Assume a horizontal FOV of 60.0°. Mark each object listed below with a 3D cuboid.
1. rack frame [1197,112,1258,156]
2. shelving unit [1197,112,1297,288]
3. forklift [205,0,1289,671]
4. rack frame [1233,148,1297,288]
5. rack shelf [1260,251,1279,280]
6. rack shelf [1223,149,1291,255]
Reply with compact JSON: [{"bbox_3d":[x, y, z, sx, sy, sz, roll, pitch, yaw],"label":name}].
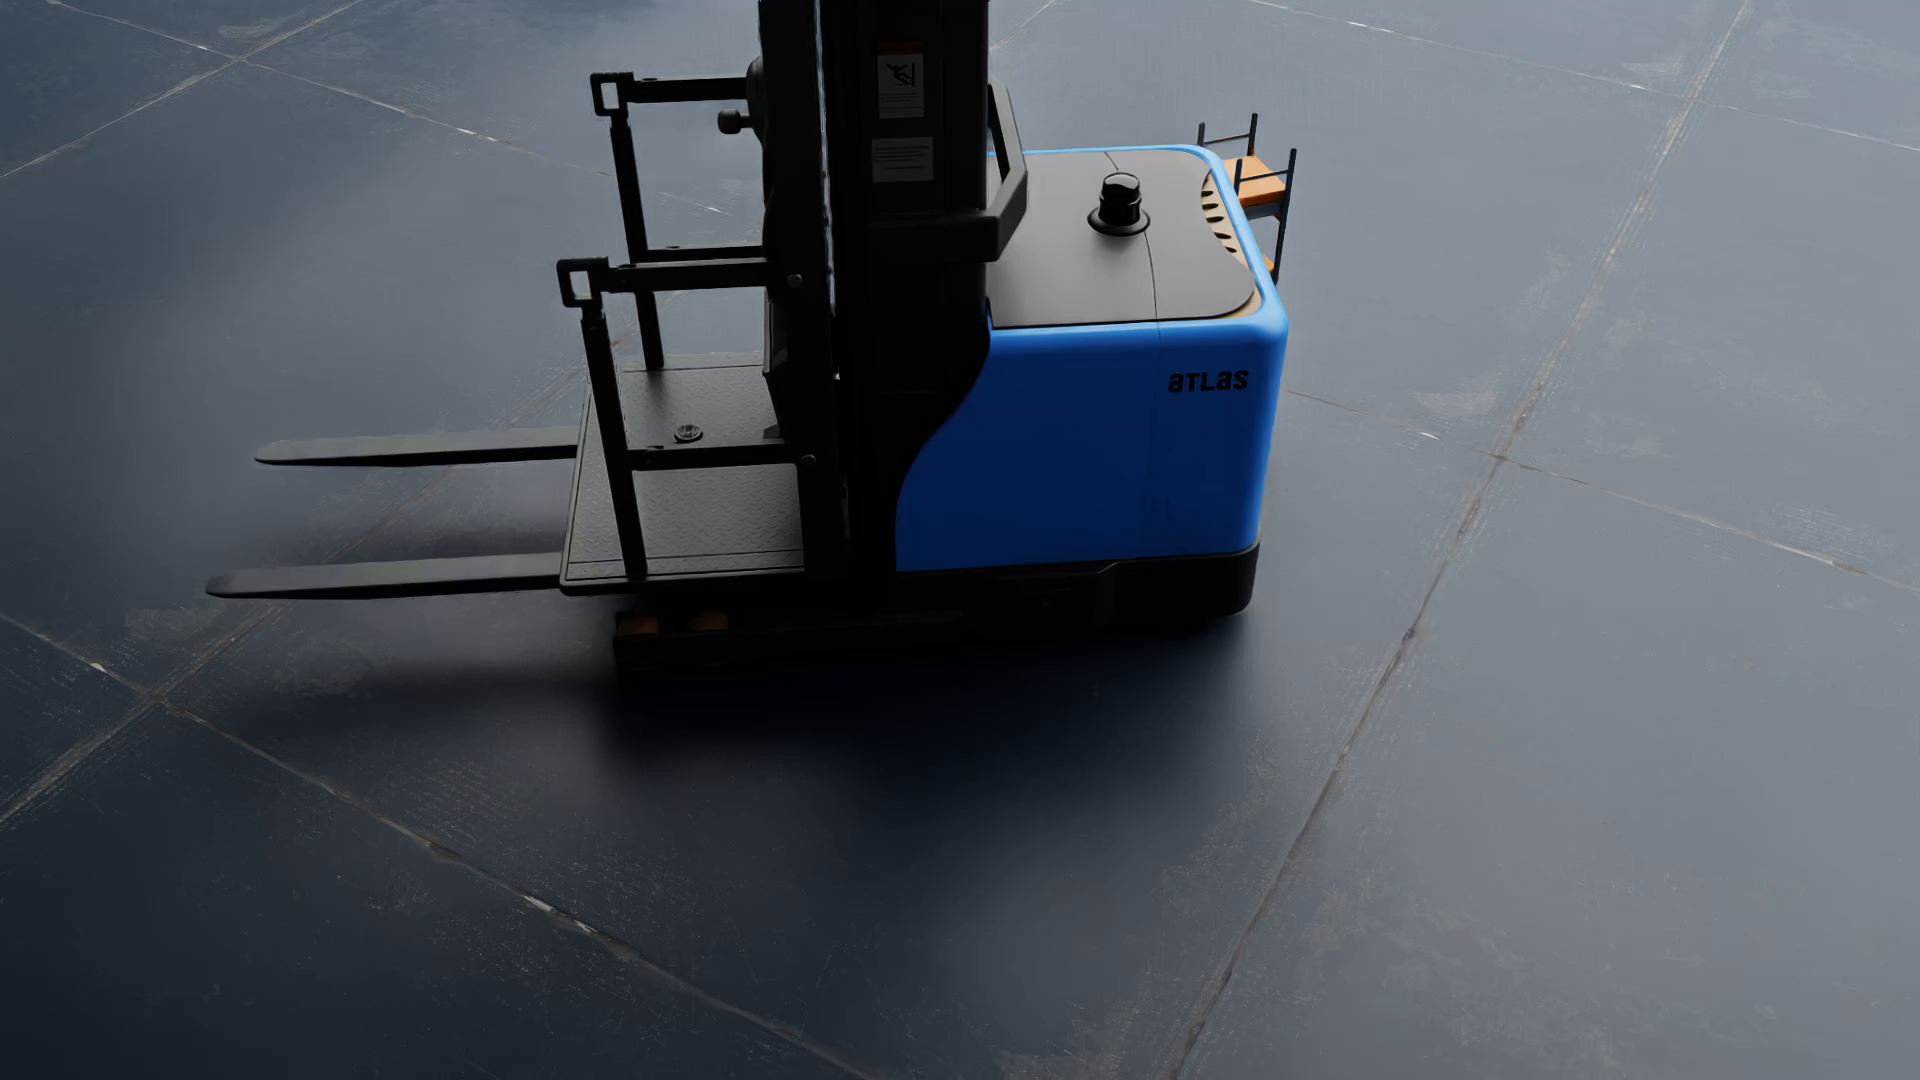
[{"bbox_3d":[0.832,-0.910,5.490,0.200,1.050,0.008,-14,43,-15],"label":"rack frame"},{"bbox_3d":[0.875,-0.835,5.404,0.215,1.050,0.252,-14,43,-15],"label":"shelving unit"},{"bbox_3d":[-0.675,-1.087,4.267,3.031,2.935,1.130,-3,41,-4],"label":"forklift"},{"bbox_3d":[0.918,-0.760,5.318,0.200,1.050,0.008,-14,43,-15],"label":"rack frame"},{"bbox_3d":[0.875,-0.827,5.411,0.215,0.259,0.240,-14,43,-15],"label":"rack shelf"},{"bbox_3d":[0.875,-1.040,5.223,0.215,0.259,0.240,-14,43,-15],"label":"rack shelf"}]
